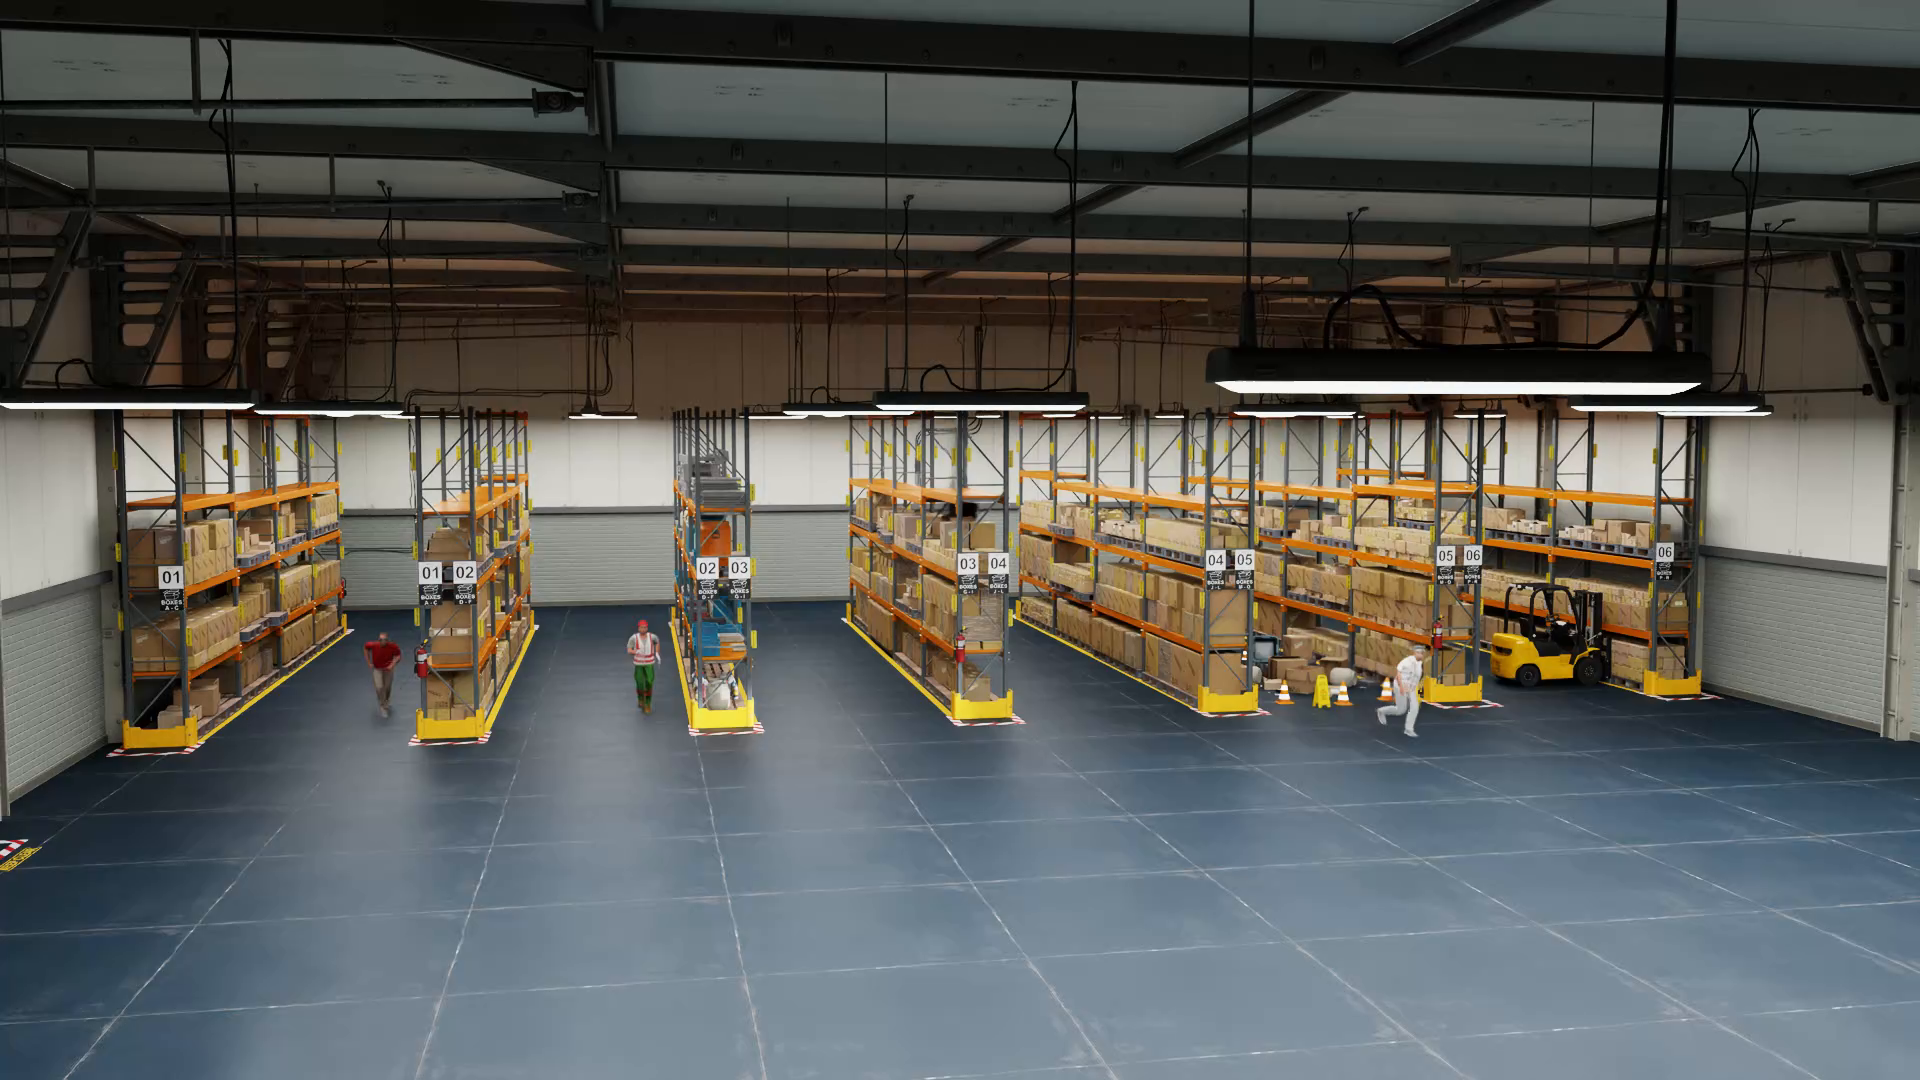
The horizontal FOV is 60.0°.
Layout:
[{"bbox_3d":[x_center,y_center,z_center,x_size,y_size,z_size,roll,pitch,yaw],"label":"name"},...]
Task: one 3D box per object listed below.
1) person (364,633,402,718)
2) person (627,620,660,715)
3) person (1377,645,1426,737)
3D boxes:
[{"bbox_3d":[-11.295,2.616,32.580,0.705,1.693,1.021,-1,4,-17],"label":"person"},{"bbox_3d":[-6.240,2.484,32.819,0.646,1.840,0.886,-1,4,-12],"label":"person"},{"bbox_3d":[8.096,2.740,30.483,0.920,1.720,0.665,3,5,39],"label":"person"}]
